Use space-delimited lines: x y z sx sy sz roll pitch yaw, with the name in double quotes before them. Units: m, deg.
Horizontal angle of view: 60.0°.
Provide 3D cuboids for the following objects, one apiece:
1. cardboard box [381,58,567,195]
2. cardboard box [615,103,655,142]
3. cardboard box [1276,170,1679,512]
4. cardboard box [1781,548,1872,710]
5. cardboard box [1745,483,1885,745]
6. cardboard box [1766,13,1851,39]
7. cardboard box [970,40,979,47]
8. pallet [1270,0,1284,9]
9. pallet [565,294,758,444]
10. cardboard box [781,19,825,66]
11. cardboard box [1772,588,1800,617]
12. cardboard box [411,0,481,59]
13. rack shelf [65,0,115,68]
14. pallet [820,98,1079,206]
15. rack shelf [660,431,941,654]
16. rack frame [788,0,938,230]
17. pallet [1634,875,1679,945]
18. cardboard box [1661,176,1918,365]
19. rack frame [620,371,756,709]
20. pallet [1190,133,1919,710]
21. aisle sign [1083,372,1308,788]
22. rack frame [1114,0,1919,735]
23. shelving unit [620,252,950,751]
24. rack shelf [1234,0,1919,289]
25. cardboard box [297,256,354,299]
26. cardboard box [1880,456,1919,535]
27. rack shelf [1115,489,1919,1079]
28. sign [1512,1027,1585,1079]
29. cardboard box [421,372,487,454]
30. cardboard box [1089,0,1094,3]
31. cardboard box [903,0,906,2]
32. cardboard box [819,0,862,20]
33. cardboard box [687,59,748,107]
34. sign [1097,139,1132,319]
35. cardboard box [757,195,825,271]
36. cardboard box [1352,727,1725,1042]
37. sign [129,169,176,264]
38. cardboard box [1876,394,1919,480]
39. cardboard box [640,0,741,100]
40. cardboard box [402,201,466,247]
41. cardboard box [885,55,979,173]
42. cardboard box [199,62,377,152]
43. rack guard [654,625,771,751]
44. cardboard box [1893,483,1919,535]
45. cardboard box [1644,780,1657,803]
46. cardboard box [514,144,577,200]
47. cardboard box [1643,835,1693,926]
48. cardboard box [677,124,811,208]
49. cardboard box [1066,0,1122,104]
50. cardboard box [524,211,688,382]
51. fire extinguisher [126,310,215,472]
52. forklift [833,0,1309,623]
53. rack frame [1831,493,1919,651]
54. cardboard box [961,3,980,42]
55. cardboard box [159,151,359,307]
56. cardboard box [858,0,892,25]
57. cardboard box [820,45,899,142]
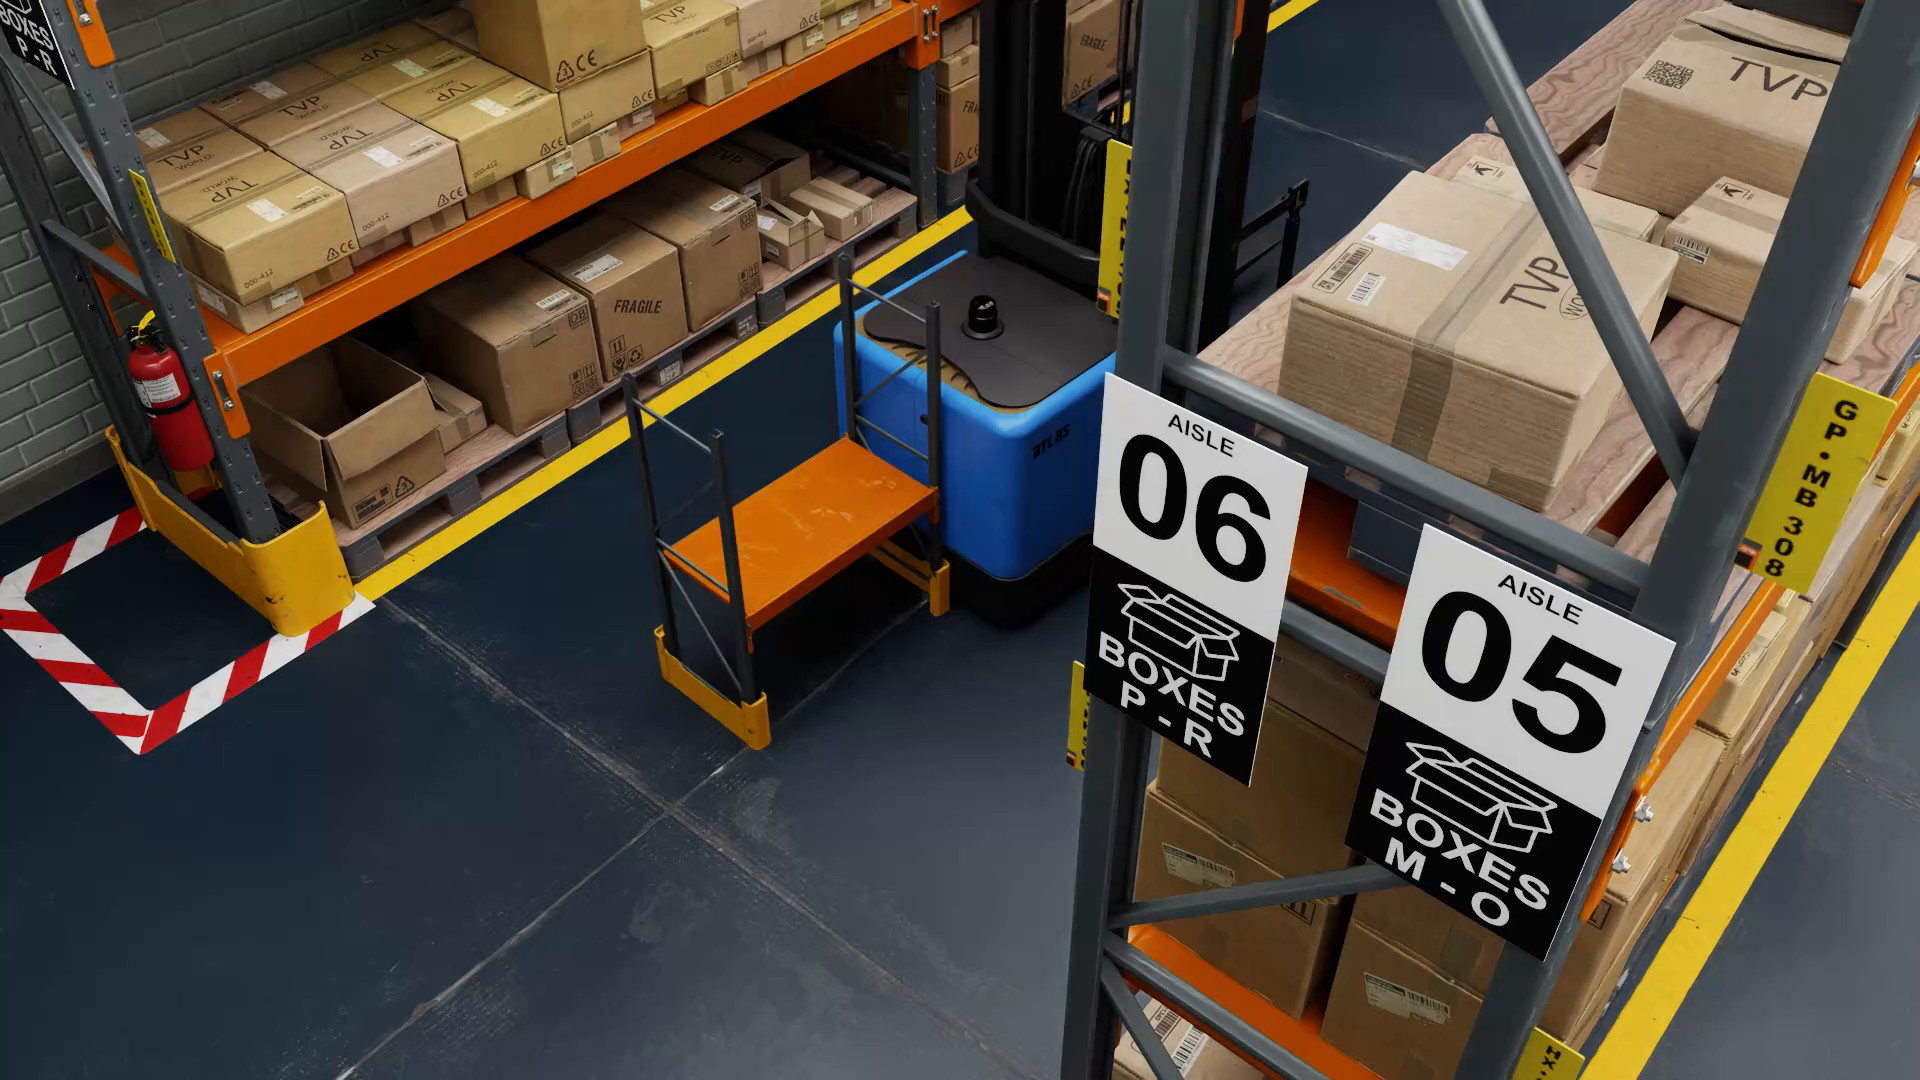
"cardboard box" -1.973 -1.689 6.769 0.500 0.250 0.500 29 49 28
"cardboard box" -1.564 -1.902 7.299 0.380 0.149 0.250 29 50 28
"cardboard box" 0.903 -0.366 2.918 0.500 0.250 0.500 25 48 25
"cardboard box" 2.166 0.200 4.726 0.500 0.500 0.500 31 51 30
"cardboard box" 1.861 0.083 4.111 0.500 0.500 0.500 29 50 28
"cardboard box" 2.094 -1.161 3.607 0.500 0.500 0.500 30 50 29
"cardboard box" 0.008 -2.772 9.132 0.380 0.149 0.250 28 49 27
"pallet" 1.519 -3.715 11.179 1.003 0.211 1.213 29 50 28
"pallet" -1.773 -1.039 8.236 1.003 0.211 1.213 29 50 28
"cardboard box" -0.857 -2.401 7.848 0.380 0.149 0.250 31 51 29
"cardboard box" 1.647 0.048 3.668 0.380 0.149 0.250 28 49 27
"cardboard box" -2.035 -2.189 7.318 0.500 0.250 0.500 29 50 28
"rack shelf" -1.833 -2.869 6.481 1.077 0.370 4.000 29 50 28
"pallet" -0.051 -2.459 9.797 1.003 0.211 1.213 29 50 28
"rack shelf" -0.611 -0.013 6.417 0.538 0.185 1.000 32 51 30
"rack frame" -0.545 -3.055 8.381 1.000 3.000 0.127 29 50 28
"pallet" 1.922 1.112 5.870 1.003 0.211 1.213 29 50 28
"cardboard box" 1.558 -0.519 3.161 0.380 0.149 0.250 31 51 30
"rack frame" -0.960 0.103 6.022 0.500 1.500 0.032 32 51 30
"pallet" 1.151 -0.312 3.200 1.003 0.211 1.213 29 50 28
"aisle sign" 0.398 0.092 2.986 0.394 0.787 0.004 29 50 28
"rack frame" 0.682 -1.068 1.736 1.000 3.000 0.127 29 50 28
"shelving unit" -0.618 -0.142 6.291 0.587 1.500 1.083 32 51 30
"rack shelf" 1.969 -1.684 3.245 1.077 0.370 4.000 29 50 28
"cardboard box" -2.570 -1.104 6.422 0.380 0.149 0.250 31 51 29
"cardboard box" 2.511 -0.429 4.674 0.500 0.500 0.500 30 50 29
"rack shelf" 1.969 0.388 5.129 1.077 0.370 4.000 29 50 28
"sign" 1.103 1.045 3.169 0.100 0.325 0.005 29 50 28
"cardboard box" -2.350 -0.572 7.457 0.380 0.149 0.250 28 49 27
"cardboard box" 0.681 -3.295 9.708 0.380 0.149 0.250 31 51 30
"cardboard box" -0.364 -2.978 9.359 0.380 0.149 0.250 30 50 28
"cardboard box" -0.686 -2.742 7.926 0.500 0.250 0.500 31 51 29
"cardboard box" -1.189 -2.134 7.554 0.380 0.149 0.250 29 50 28
"sign" 0.276 -0.499 2.740 0.100 0.325 0.005 29 50 28
"cardboard box" -0.909 -1.601 8.502 0.396 0.266 0.258 31 51 30
"cardboard box" 1.209 0.621 3.520 0.500 0.500 0.500 28 49 28
"sign" -2.704 -1.081 5.566 0.100 0.325 0.005 29 50 28
"cardboard box" 2.153 -0.339 4.093 0.380 0.149 0.250 28 49 28
"cardboard box" -1.329 -2.227 7.360 0.500 0.250 0.500 29 50 28
"cardboard box" -2.218 -1.358 6.701 0.380 0.149 0.250 31 51 30
"cardboard box" -0.062 -2.438 9.247 0.500 0.500 0.500 32 51 30
"cardboard box" -2.694 -1.667 6.744 0.500 0.250 0.500 30 50 29
"rack guard" -0.959 0.564 6.443 0.587 0.250 0.087 32 51 30
"cardboard box" 2.826 -0.328 5.307 0.500 0.500 0.500 28 49 28
"cardboard box" 1.122 0.442 3.235 0.380 0.149 0.250 31 50 29
"cardboard box" -1.831 -1.595 6.961 0.380 0.149 0.250 28 49 27
"cardboard box" 1.515 0.719 4.155 0.500 0.500 0.500 29 50 28
"cardboard box" -1.151 -1.978 8.882 0.500 0.311 0.500 31 51 30
"cardboard box" 0.598 -2.971 9.834 0.500 0.500 0.500 28 49 27
"cardboard box" -1.657 -1.152 7.834 0.500 0.500 0.500 30 50 29
"fire extinguisher" -2.861 -0.553 5.964 0.296 0.674 0.183 29 50 28
"forklift" 0.855 -1.645 6.880 1.130 2.935 3.031 32 51 30
"rack frame" 3.256 -0.908 6.019 1.000 3.000 0.127 29 50 28
"cardboard box" 0.020 -2.860 9.008 0.380 0.149 0.250 27 49 27
"cardboard box" -2.621 -1.167 6.194 0.500 0.250 0.500 30 50 29
"cardboard box" -0.557 -2.689 8.164 0.380 0.149 0.250 30 50 29
"cardboard box" -0.456 -2.667 9.499 0.500 0.500 0.500 29 50 28
